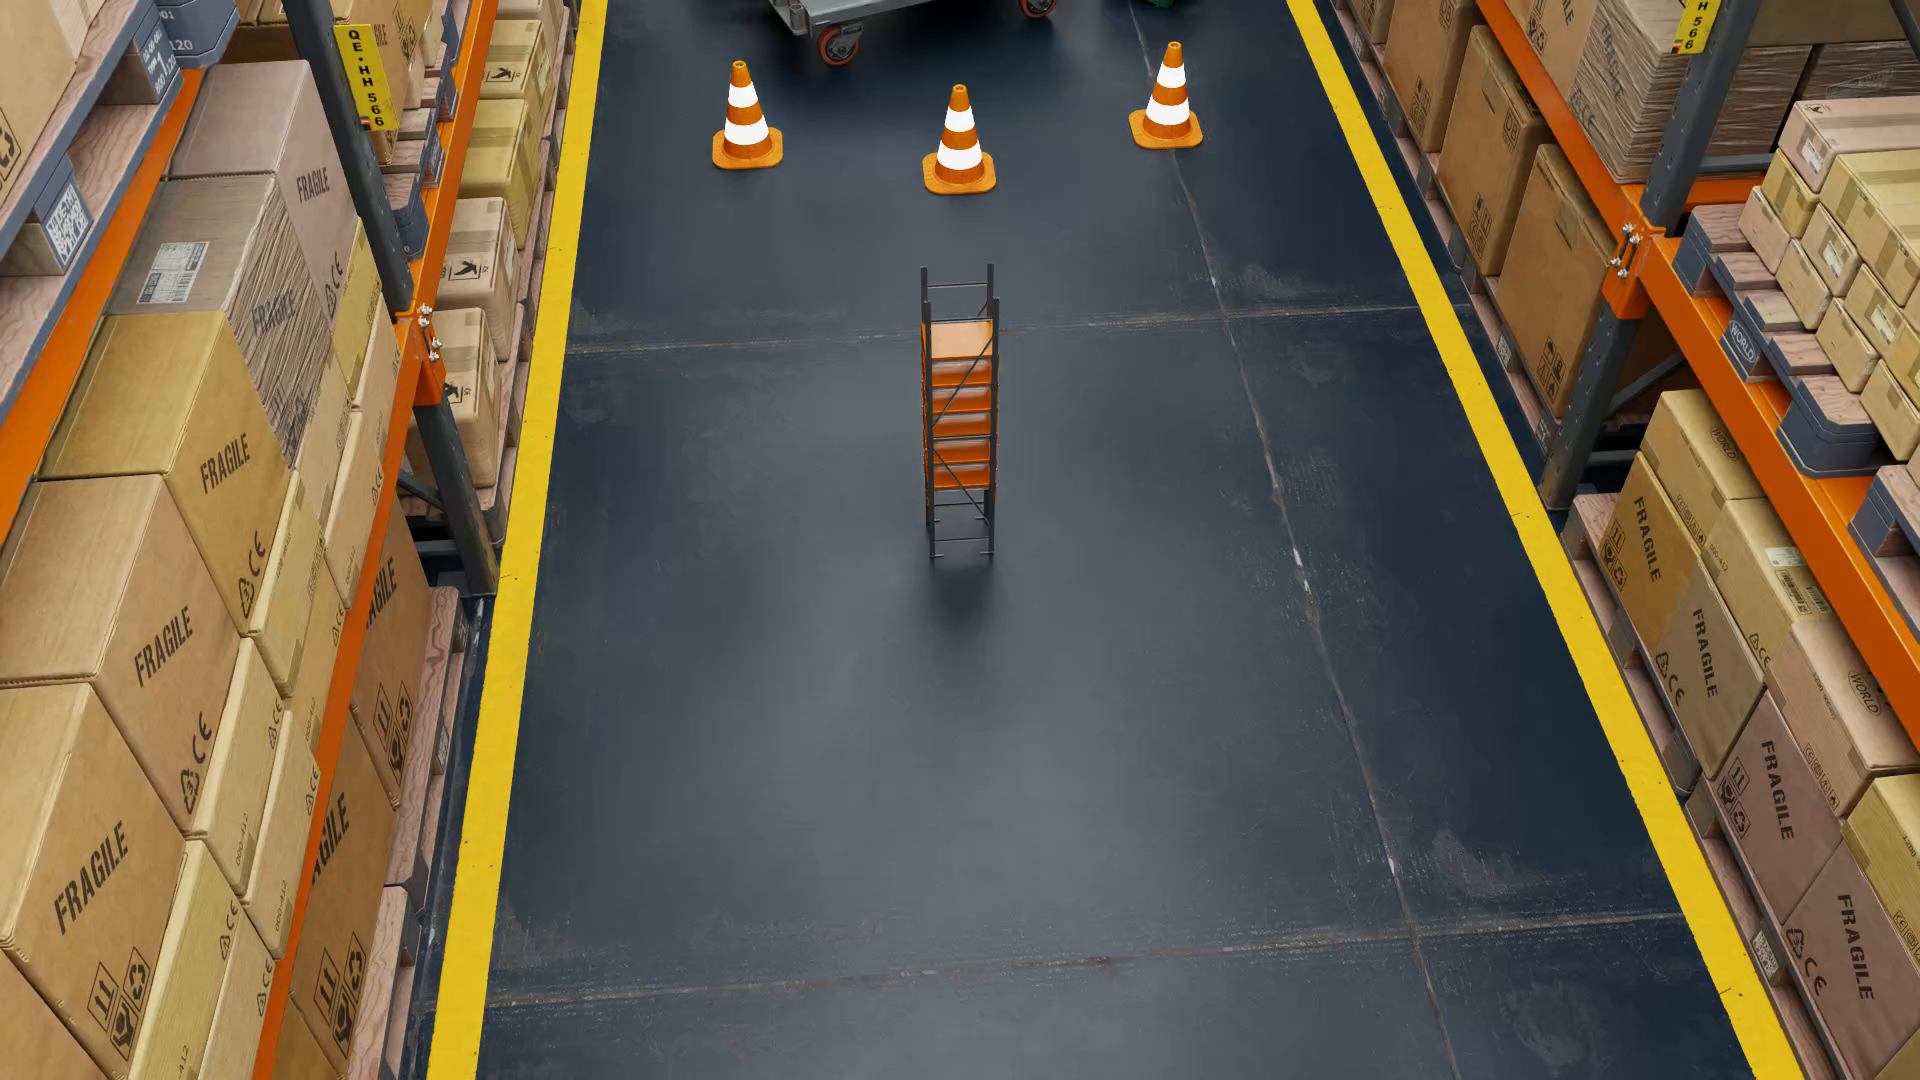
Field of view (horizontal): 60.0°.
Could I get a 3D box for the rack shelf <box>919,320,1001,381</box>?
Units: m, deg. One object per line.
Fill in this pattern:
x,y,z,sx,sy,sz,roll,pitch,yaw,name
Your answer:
-0.001,-0.640,5.595,0.258,0.103,0.180,-3,47,-3,rack shelf

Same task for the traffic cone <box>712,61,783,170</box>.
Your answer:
-1.026,-2.048,7.871,0.336,0.463,0.334,-3,47,-3,traffic cone

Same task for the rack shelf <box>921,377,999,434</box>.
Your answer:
-0.001,-0.475,5.769,0.258,0.103,0.180,-3,47,-3,rack shelf

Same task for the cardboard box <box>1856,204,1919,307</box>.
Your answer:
2.621,-0.757,4.375,0.380,0.149,0.250,-4,47,-4,cardboard box

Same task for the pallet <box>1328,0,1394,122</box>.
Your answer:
2.539,-2.594,8.562,1.003,0.211,1.213,-3,47,-3,pallet

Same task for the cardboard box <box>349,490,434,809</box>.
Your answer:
-2.215,0.252,5.119,0.875,0.875,0.875,-4,47,-4,cardboard box

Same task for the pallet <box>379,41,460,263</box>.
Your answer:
-2.356,-1.282,5.530,1.213,0.211,1.003,-3,47,-3,pallet

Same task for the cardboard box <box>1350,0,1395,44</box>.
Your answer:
2.541,-3.034,8.318,1.050,0.750,0.750,-4,47,-3,cardboard box

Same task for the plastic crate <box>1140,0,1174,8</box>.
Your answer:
1.080,-3.206,9.117,0.450,0.188,0.662,25,51,9,plastic crate

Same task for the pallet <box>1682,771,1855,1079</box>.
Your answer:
2.897,1.192,4.975,1.003,0.211,1.213,-3,47,-3,pallet

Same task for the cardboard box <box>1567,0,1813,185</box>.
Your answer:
2.429,-1.557,5.589,0.500,0.500,0.500,-3,47,-3,cardboard box

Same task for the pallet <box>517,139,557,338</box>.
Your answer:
-2.353,-1.326,7.360,1.003,0.211,1.213,-3,47,-3,pallet

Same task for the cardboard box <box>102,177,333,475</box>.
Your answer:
-1.835,-0.488,3.889,0.500,0.500,0.500,-3,47,-3,cardboard box

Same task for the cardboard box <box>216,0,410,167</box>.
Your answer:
-1.997,-1.459,5.003,0.500,0.500,0.500,-5,47,-4,cardboard box

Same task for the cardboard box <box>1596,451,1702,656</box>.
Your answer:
2.540,0.030,5.588,0.500,0.500,0.500,-5,47,-5,cardboard box

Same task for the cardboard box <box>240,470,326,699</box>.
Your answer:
-1.786,0.116,3.833,0.500,0.250,0.500,-5,47,-4,cardboard box

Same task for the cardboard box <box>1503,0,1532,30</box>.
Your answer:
2.347,-2.279,6.274,0.500,0.500,0.500,-4,47,-4,cardboard box

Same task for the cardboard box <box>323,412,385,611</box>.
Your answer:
-1.830,-0.068,4.352,0.500,0.250,0.500,-3,47,-3,cardboard box

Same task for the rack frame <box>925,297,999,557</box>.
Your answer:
0.006,-0.357,5.762,0.240,1.200,0.006,-3,47,-3,rack frame

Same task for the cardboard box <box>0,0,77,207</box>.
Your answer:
-1.753,-0.791,2.510,0.500,0.500,0.500,-3,47,-3,cardboard box

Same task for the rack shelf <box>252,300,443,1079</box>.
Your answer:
-2.022,0.856,3.869,1.077,0.370,4.000,-3,47,-3,rack shelf

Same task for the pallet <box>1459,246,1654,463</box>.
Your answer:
2.744,-0.829,6.890,1.003,0.211,1.213,-3,47,-3,pallet

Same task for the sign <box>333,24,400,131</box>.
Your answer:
-1.637,-1.273,4.592,0.100,0.325,0.005,-3,47,-3,sign

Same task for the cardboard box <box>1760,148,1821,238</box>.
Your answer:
2.575,-1.011,4.821,0.380,0.149,0.250,-2,47,-2,cardboard box

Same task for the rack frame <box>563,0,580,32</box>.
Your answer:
-2.525,-3.733,7.719,1.000,3.000,0.127,-3,47,-3,rack frame

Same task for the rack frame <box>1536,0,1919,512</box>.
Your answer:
2.734,-1.213,5.333,1.000,3.000,0.127,-3,47,-3,rack frame

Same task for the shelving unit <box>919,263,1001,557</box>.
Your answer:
-0.001,-0.423,5.824,0.258,1.200,0.189,-3,47,-3,shelving unit

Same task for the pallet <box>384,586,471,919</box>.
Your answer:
-2.199,0.695,5.446,1.003,0.211,1.213,-3,47,-3,pallet

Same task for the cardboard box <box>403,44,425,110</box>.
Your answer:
-1.999,-1.551,5.536,0.380,0.149,0.250,-6,47,-6,cardboard box

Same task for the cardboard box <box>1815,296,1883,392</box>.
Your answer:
2.616,-0.545,4.584,0.380,0.149,0.250,-1,47,-1,cardboard box

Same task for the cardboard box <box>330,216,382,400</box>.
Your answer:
-1.896,-0.624,4.534,0.500,0.250,0.500,-4,47,-3,cardboard box

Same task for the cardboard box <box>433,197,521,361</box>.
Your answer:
-2.297,-1.022,6.673,0.950,0.372,0.625,-4,47,-4,cardboard box

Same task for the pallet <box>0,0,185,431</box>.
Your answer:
-1.986,-0.534,2.754,1.003,0.211,1.213,-2,47,-1,pallet

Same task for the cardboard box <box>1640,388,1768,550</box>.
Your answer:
2.551,-0.242,5.329,0.500,0.250,0.500,-5,47,-5,cardboard box

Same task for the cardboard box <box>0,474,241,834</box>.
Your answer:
-1.764,0.238,3.201,0.500,0.500,0.500,-4,47,-4,cardboard box

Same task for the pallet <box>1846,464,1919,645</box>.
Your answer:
2.941,0.283,4.048,1.003,0.211,1.213,-3,47,-3,pallet

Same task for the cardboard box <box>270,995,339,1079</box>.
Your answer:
-2.070,1.545,3.895,0.875,0.875,0.875,-2,47,-2,cardboard box

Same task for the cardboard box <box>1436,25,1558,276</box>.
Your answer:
2.697,-1.662,7.018,1.050,0.750,0.750,-3,47,-3,cardboard box

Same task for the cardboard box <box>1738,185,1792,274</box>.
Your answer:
2.571,-0.935,4.953,0.380,0.149,0.250,-4,47,-4,cardboard box

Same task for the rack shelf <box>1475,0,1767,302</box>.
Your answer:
2.567,-2.412,6.964,1.077,0.370,4.000,-3,47,-3,rack shelf

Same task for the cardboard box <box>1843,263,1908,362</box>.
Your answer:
2.625,-0.622,4.452,0.380,0.149,0.250,-5,47,-5,cardboard box

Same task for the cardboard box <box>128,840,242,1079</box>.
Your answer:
-1.698,0.857,3.131,0.500,0.250,0.500,-3,47,-3,cardboard box

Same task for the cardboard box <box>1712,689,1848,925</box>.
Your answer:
2.633,0.764,4.893,0.500,0.500,0.500,-5,47,-4,cardboard box

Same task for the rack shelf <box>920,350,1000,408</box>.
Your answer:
-0.001,-0.558,5.682,0.258,0.103,0.180,-3,47,-3,rack shelf

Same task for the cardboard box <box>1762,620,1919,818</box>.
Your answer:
2.622,0.484,4.642,0.500,0.250,0.500,-3,47,-3,cardboard box

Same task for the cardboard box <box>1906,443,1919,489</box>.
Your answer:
2.665,-0.158,4.217,0.380,0.149,0.250,-2,47,-2,cardboard box

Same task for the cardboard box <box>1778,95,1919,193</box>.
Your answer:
2.580,-1.126,4.724,0.380,0.149,0.250,-3,47,-3,cardboard box

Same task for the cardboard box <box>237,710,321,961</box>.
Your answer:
-1.733,0.664,3.658,0.500,0.250,0.500,-4,47,-4,cardboard box

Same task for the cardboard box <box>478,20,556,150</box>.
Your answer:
-2.415,-2.074,7.669,0.950,0.372,0.625,-1,47,-1,cardboard box
